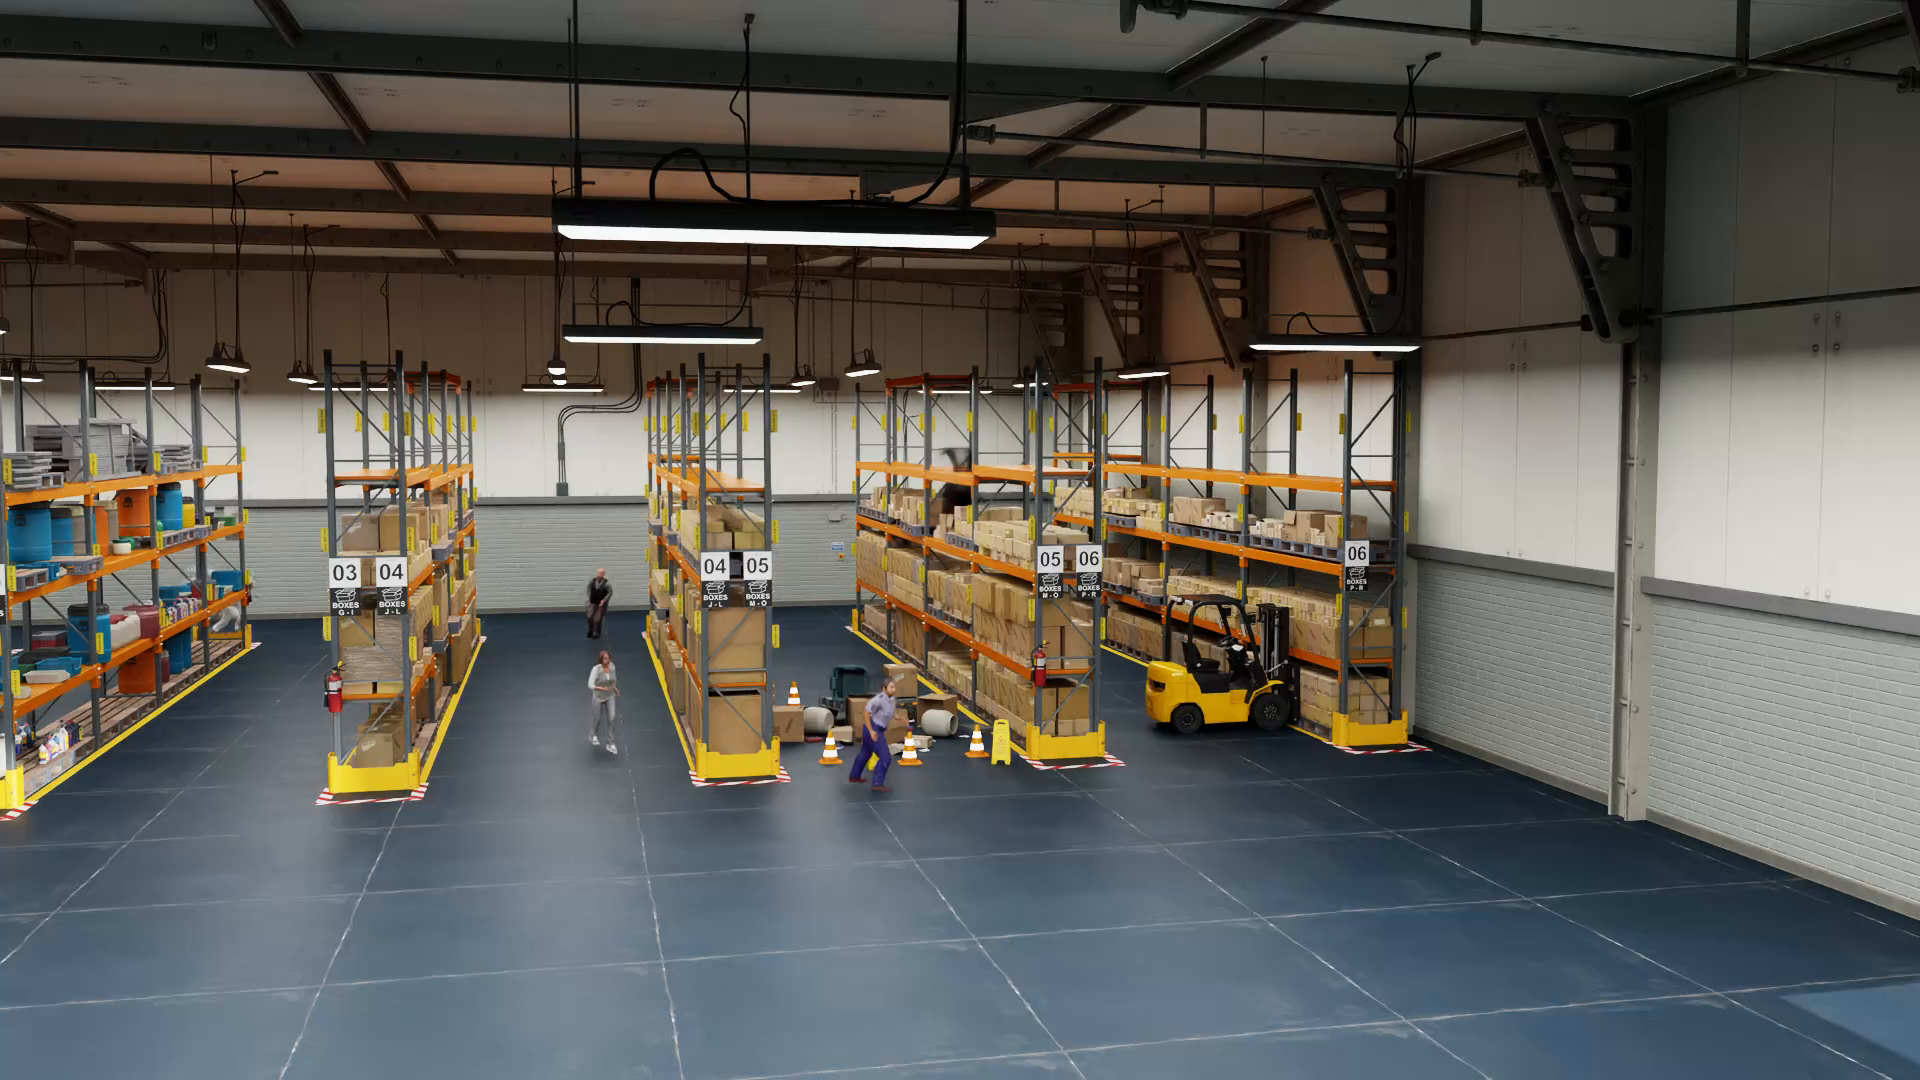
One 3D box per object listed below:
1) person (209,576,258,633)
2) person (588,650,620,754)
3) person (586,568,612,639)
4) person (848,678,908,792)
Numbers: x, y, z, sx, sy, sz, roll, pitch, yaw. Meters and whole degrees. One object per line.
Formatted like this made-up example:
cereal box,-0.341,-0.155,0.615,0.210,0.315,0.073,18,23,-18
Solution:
person,-16.724,1.589,38.129,1.175,1.545,0.693,0,4,3
person,-5.474,2.445,25.469,0.532,1.567,0.900,-2,5,-29
person,-8.398,1.481,38.670,0.655,1.659,0.604,0,4,6
person,-1.137,2.652,22.810,0.863,1.576,0.668,0,4,7
